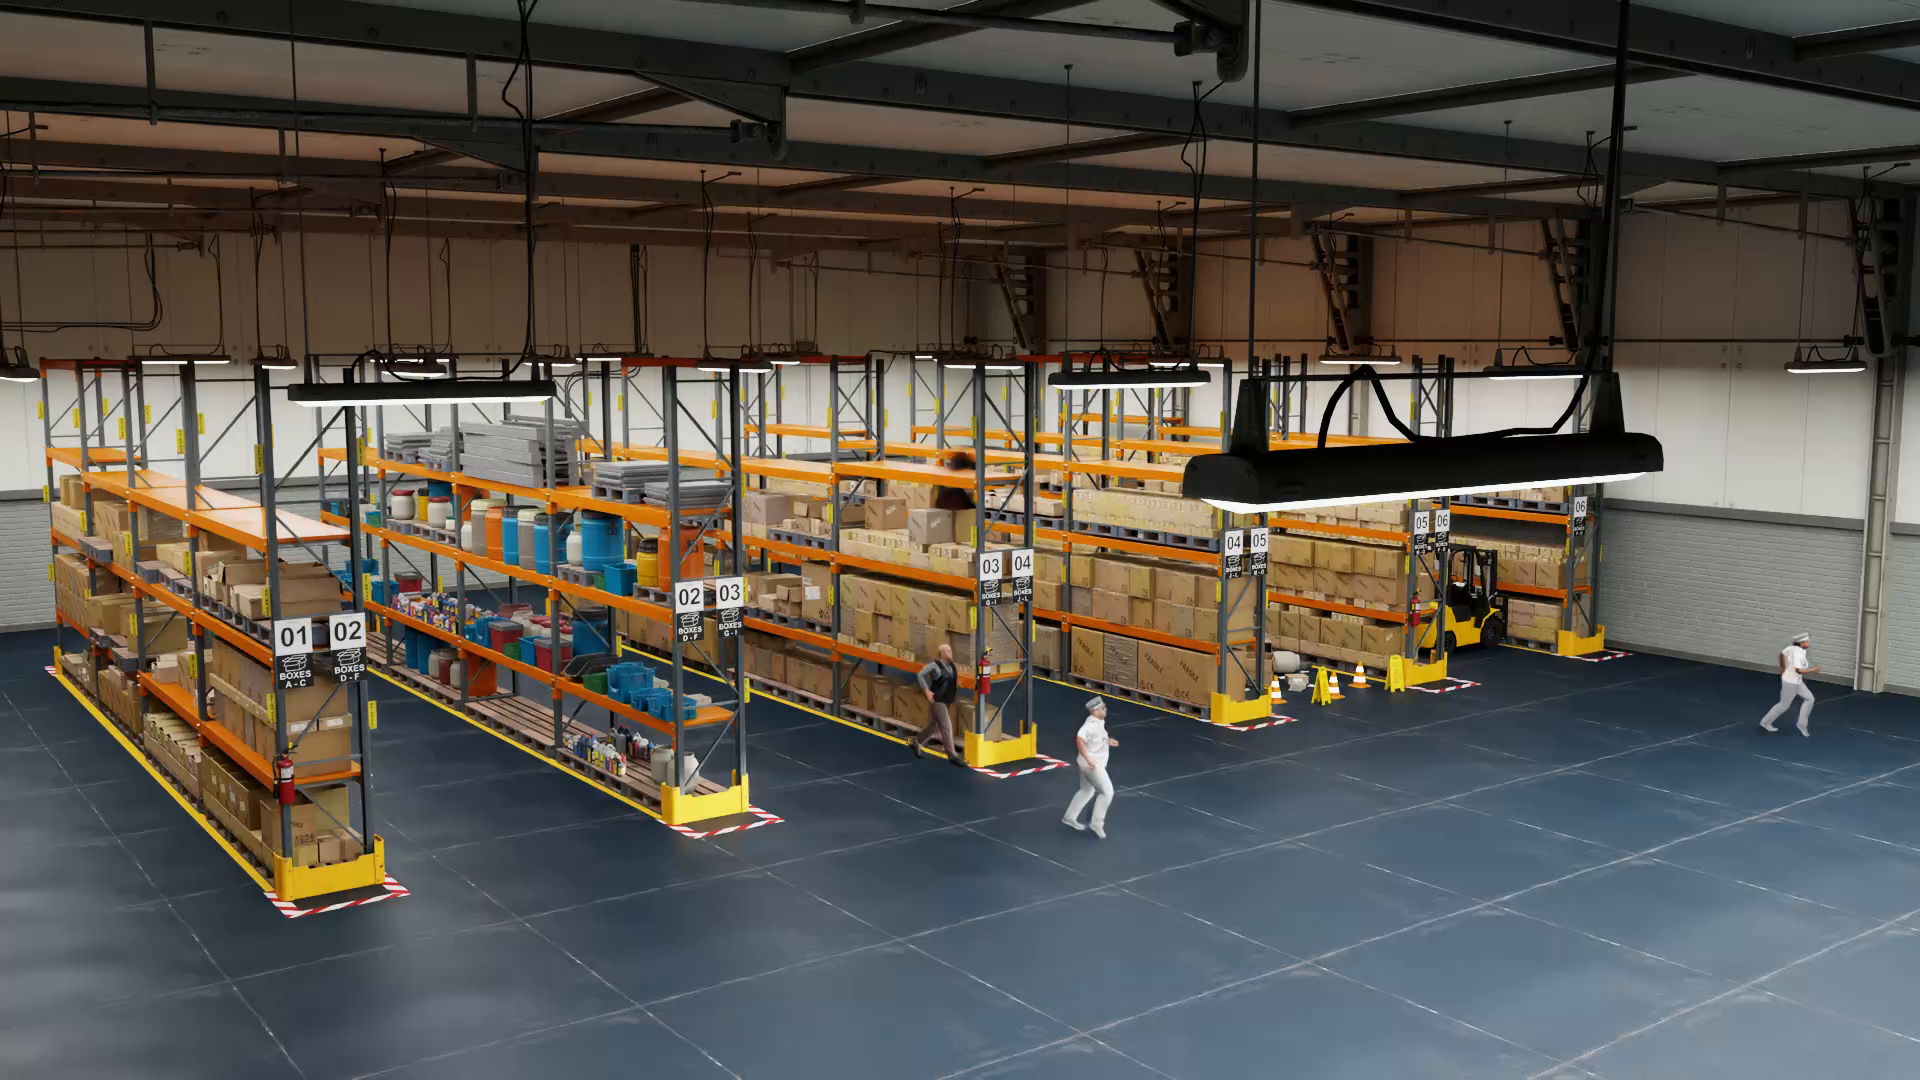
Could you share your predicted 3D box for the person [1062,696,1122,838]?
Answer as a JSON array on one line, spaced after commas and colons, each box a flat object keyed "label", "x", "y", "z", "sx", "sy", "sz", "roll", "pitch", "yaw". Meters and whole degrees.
[{"label": "person", "x": 1.710, "y": 2.915, "z": 21.359, "sx": 0.743, "sy": 1.876, "sz": 0.669, "roll": 0, "pitch": 7, "yaw": 0}]

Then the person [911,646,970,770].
[{"label": "person", "x": -0.213, "y": 2.357, "z": 23.835, "sx": 1.025, "sy": 1.679, "sz": 0.675, "roll": 4, "pitch": 8, "yaw": 30}]

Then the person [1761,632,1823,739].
[{"label": "person", "x": 13.335, "y": 2.314, "z": 26.636, "sx": 0.847, "sy": 1.735, "sz": 0.600, "roll": 3, "pitch": 8, "yaw": 25}]
